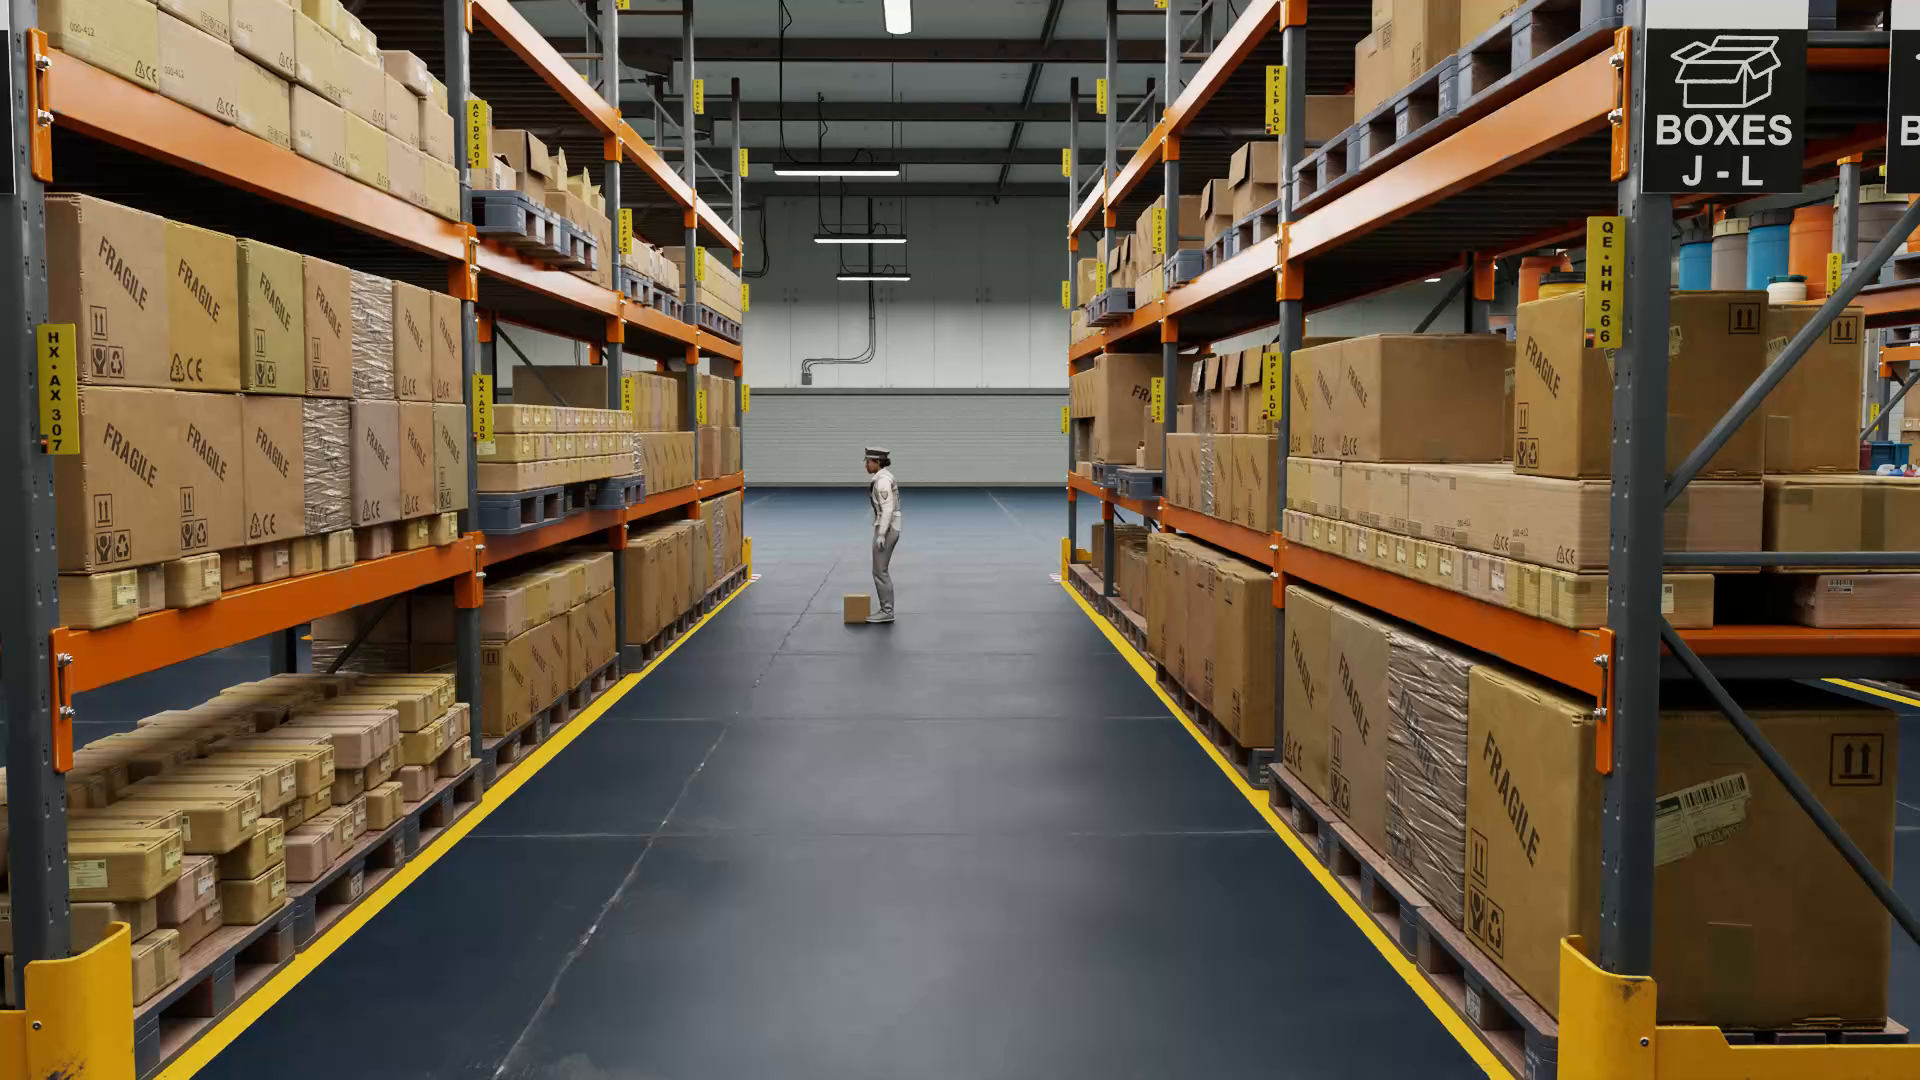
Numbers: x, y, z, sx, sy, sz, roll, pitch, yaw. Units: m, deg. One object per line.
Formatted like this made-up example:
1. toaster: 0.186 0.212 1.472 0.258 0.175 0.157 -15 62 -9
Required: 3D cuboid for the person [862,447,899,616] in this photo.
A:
1. person: -0.751 -0.086 15.780 0.346 1.602 0.515 0 4 -5
